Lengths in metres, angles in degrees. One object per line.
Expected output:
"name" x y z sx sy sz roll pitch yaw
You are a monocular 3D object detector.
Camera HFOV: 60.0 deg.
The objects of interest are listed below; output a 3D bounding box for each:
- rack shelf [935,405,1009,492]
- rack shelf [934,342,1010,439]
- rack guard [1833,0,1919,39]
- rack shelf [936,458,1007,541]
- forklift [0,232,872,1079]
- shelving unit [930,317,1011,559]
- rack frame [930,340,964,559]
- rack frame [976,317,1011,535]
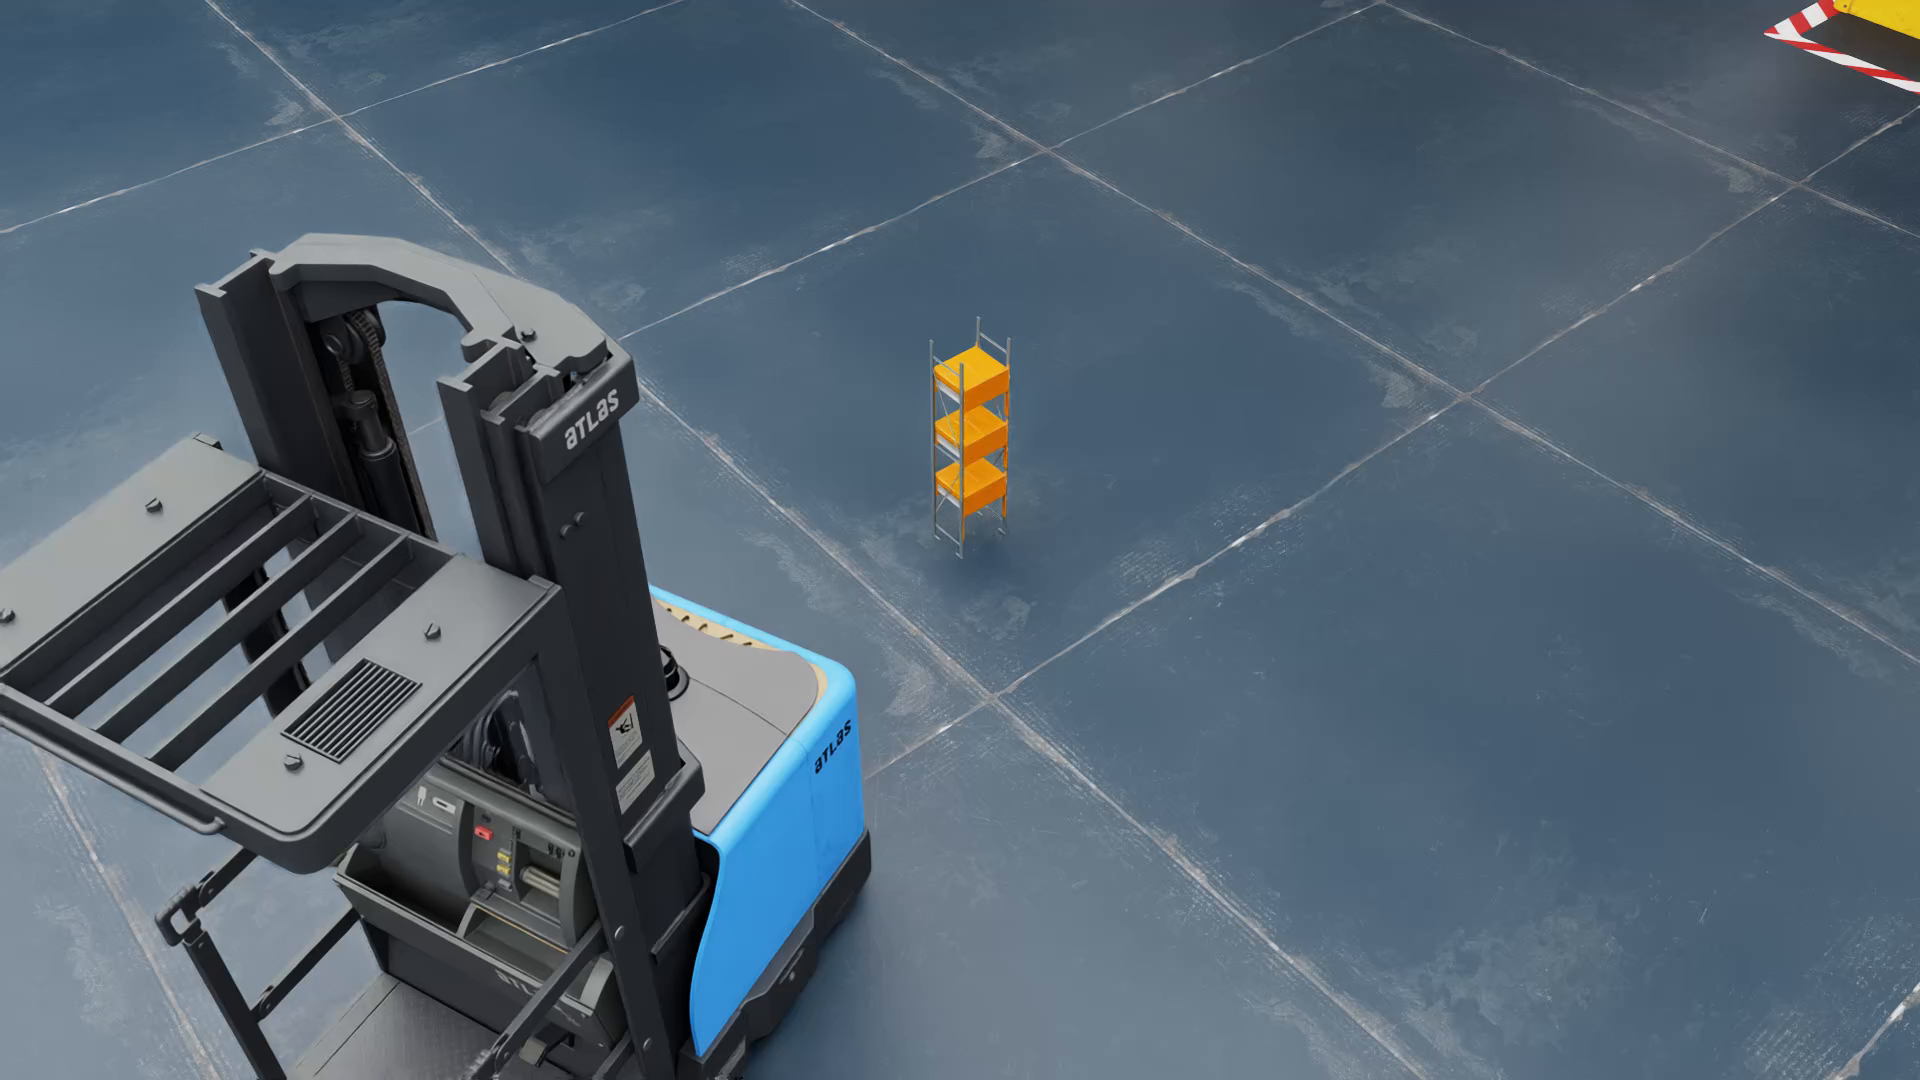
"rack shelf" 0.041 -0.398 6.923 0.240 0.259 0.215 -30 51 -28
"rack shelf" 0.041 -0.605 6.729 0.240 0.259 0.215 -30 51 -28
"rack guard" 6.261 -3.479 10.589 0.348 0.500 1.175 -30 51 -28
"rack shelf" 0.041 -0.196 7.113 0.240 0.259 0.215 -30 51 -28
"forklift" -1.462 0.853 4.201 1.130 2.935 3.031 20 47 20
"shelving unit" 0.041 -0.406 6.916 0.252 1.050 0.215 -30 51 -28
"rack frame" -0.053 -0.353 6.859 0.008 1.050 0.200 -30 51 -28
"rack frame" 0.135 -0.460 6.973 0.008 1.050 0.200 -30 51 -28
